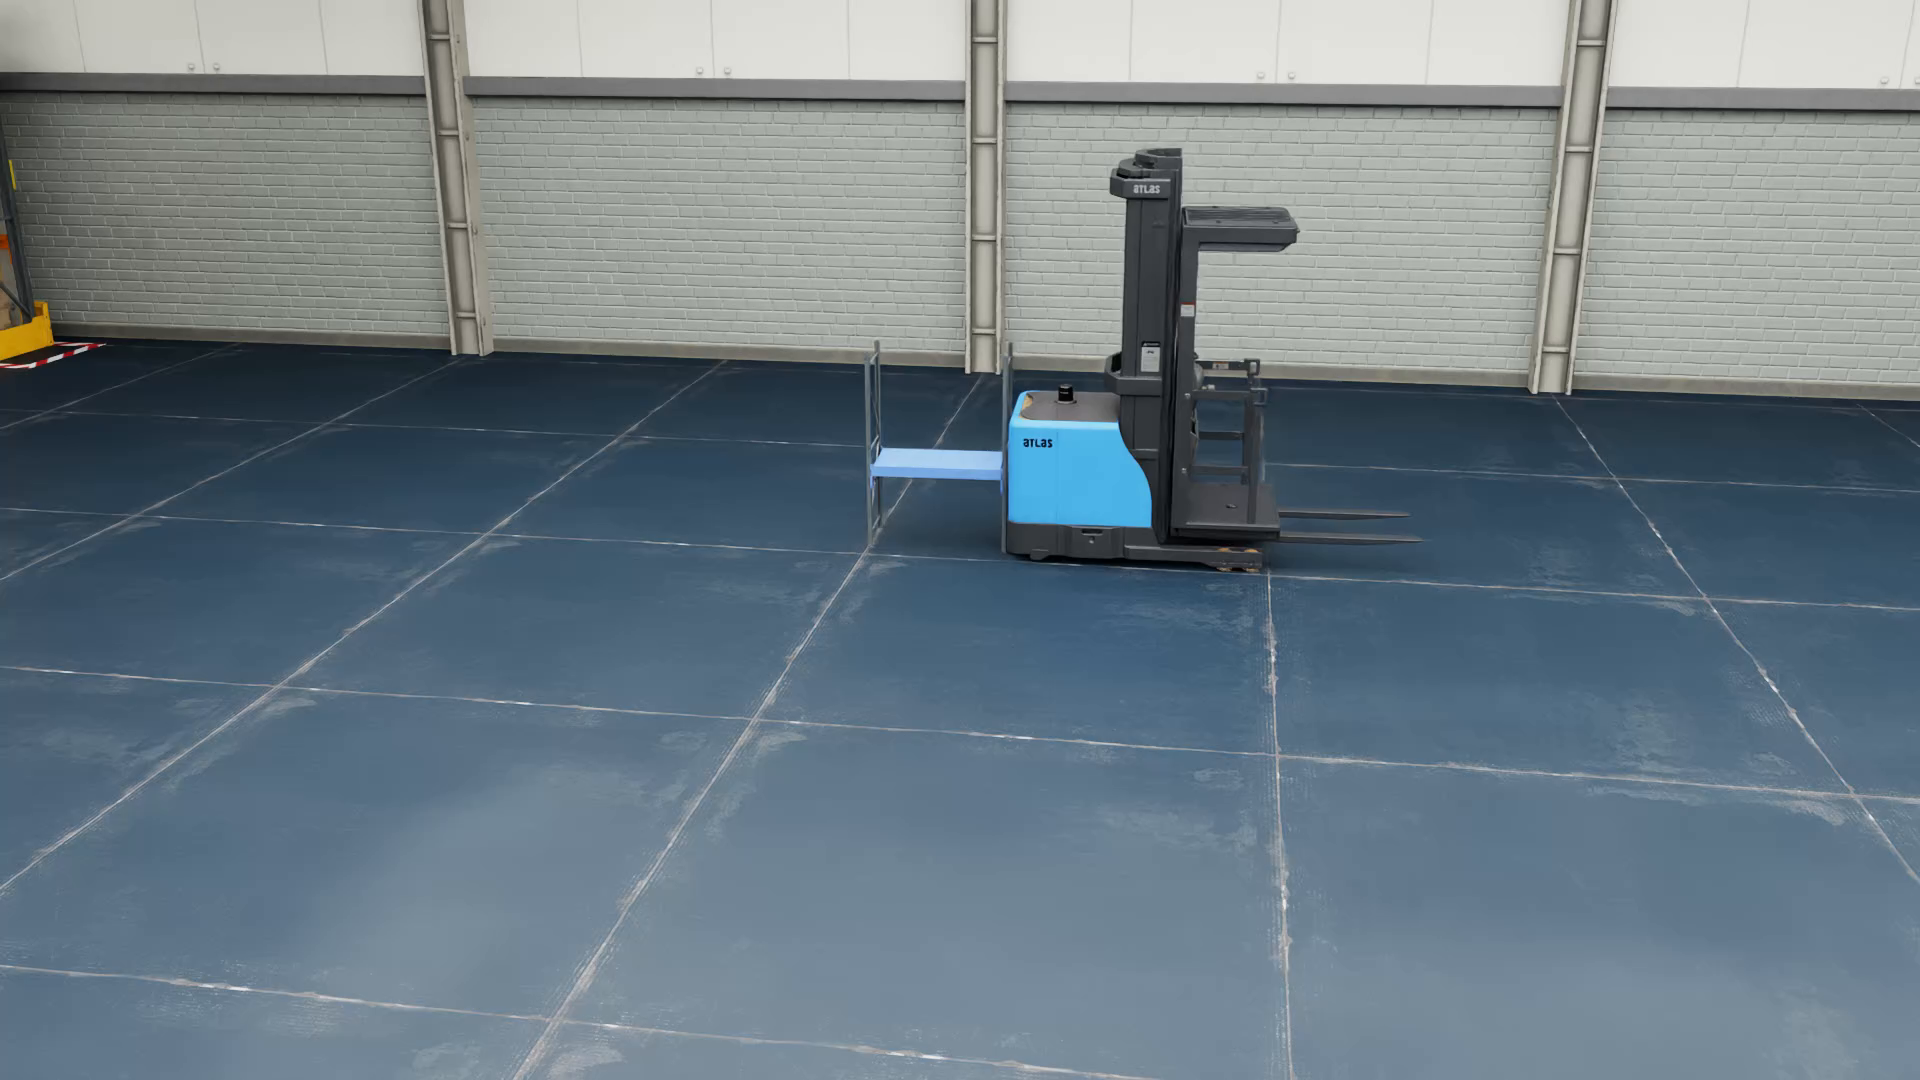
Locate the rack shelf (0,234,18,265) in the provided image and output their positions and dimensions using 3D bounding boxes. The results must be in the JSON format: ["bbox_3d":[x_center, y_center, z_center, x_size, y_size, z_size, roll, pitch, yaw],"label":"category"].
[{"bbox_3d":[-13.004,-3.342,19.198,4.000,0.370,1.077,3,19,9],"label":"rack shelf"}]

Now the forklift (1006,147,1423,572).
[{"bbox_3d":[1.897,-1.333,12.167,3.031,2.935,1.130,2,19,6],"label":"forklift"}]

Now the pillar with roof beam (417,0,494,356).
[{"bbox_3d":[-6.332,-5.094,13.847,0.400,9.000,9.100,3,19,9],"label":"pillar with roof beam"}]

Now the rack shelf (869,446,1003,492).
[{"bbox_3d":[-0.150,-0.539,12.619,1.000,0.185,0.538,2,19,6],"label":"rack shelf"}]

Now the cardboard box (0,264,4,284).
[{"bbox_3d":[-11.474,-3.035,19.244,0.500,0.250,0.500,3,19,8],"label":"cardboard box"}]

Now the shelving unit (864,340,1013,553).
[{"bbox_3d":[-0.150,-0.710,12.562,1.048,1.500,0.538,2,19,6],"label":"shelving unit"}]

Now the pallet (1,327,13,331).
[{"bbox_3d":[-11.791,-2.286,19.301,1.213,0.211,1.003,3,19,9],"label":"pallet"}]

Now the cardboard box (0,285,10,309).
[{"bbox_3d":[-11.460,-2.804,19.339,0.500,0.250,0.500,3,19,10],"label":"cardboard box"}]

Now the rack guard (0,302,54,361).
[{"bbox_3d":[-11.005,-2.396,19.176,0.348,0.500,1.175,3,19,9],"label":"rack guard"}]

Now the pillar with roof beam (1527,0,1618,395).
[{"bbox_3d":[5.516,-4.490,12.042,0.400,9.000,9.100,3,19,9],"label":"pillar with roof beam"}]

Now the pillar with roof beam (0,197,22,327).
[{"bbox_3d":[-12.257,-5.396,14.749,0.400,9.000,9.100,3,19,9],"label":"pillar with roof beam"}]

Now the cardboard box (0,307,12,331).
[{"bbox_3d":[-11.483,-2.564,19.410,0.500,0.250,0.500,3,19,9],"label":"cardboard box"}]

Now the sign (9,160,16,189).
[{"bbox_3d":[-10.935,-4.204,19.152,0.005,0.325,0.100,3,19,9],"label":"sign"}]

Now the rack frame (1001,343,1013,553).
[{"bbox_3d":[0.355,-0.692,12.506,0.032,1.500,0.500,2,19,6],"label":"rack frame"}]

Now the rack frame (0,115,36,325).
[{"bbox_3d":[-11.029,-3.583,18.783,0.127,3.000,1.000,3,19,9],"label":"rack frame"}]

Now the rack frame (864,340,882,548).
[{"bbox_3d":[-0.655,-0.728,12.617,0.032,1.500,0.500,2,19,6],"label":"rack frame"}]

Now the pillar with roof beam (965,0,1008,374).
[{"bbox_3d":[-0.408,-4.792,12.944,0.400,9.000,9.100,3,19,9],"label":"pillar with roof beam"}]
